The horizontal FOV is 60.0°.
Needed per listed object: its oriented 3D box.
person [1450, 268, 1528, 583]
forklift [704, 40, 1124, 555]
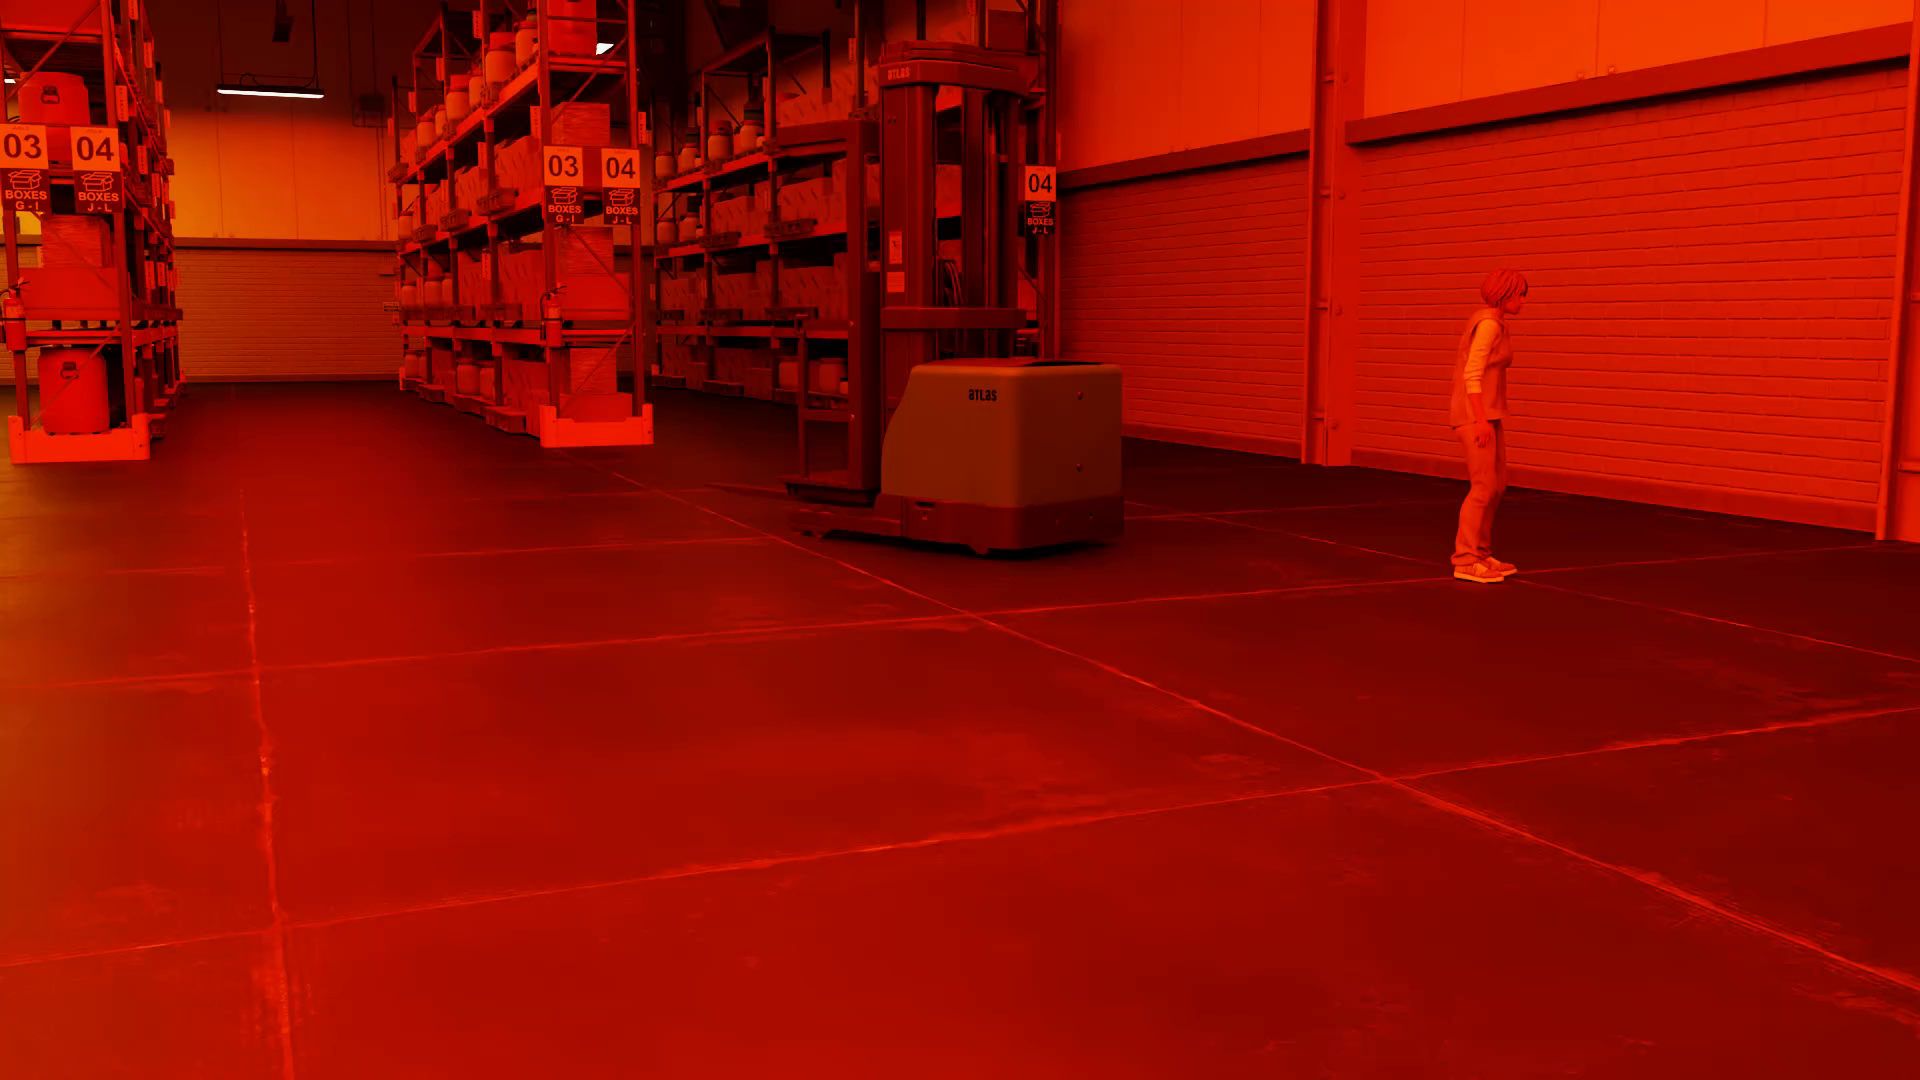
[{"bbox_3d":[2.711,-0.589,8.582,0.348,1.580,0.468,4,8,28],"label":"person"},{"bbox_3d":[-0.436,-1.509,10.383,3.031,2.935,1.130,7,10,44],"label":"forklift"}]
